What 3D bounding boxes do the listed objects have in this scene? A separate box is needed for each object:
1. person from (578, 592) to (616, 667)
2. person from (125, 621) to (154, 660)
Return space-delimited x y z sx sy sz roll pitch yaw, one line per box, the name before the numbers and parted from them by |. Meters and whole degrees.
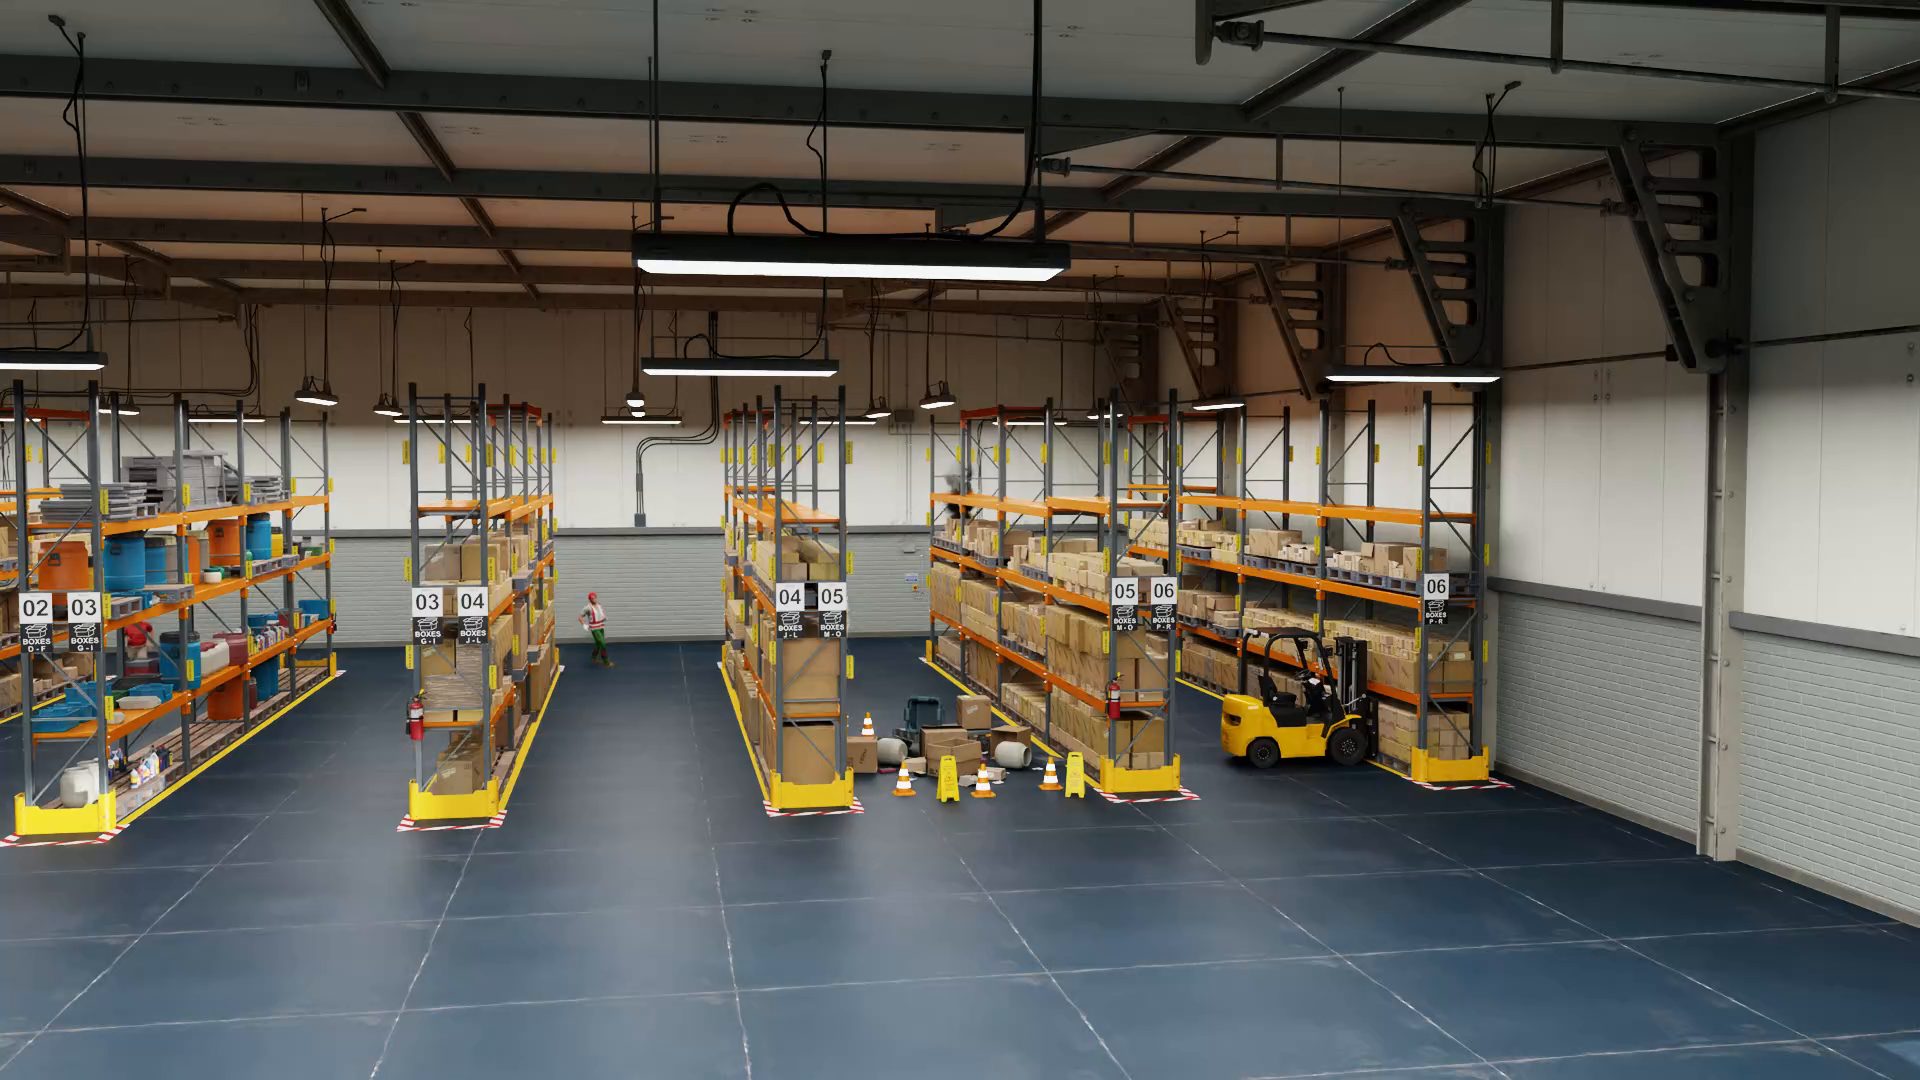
person | -8.582 2.112 39.294 0.890 1.763 0.714 2 4 35
person | -17.341 2.373 34.990 0.643 1.788 0.823 -1 3 -18
